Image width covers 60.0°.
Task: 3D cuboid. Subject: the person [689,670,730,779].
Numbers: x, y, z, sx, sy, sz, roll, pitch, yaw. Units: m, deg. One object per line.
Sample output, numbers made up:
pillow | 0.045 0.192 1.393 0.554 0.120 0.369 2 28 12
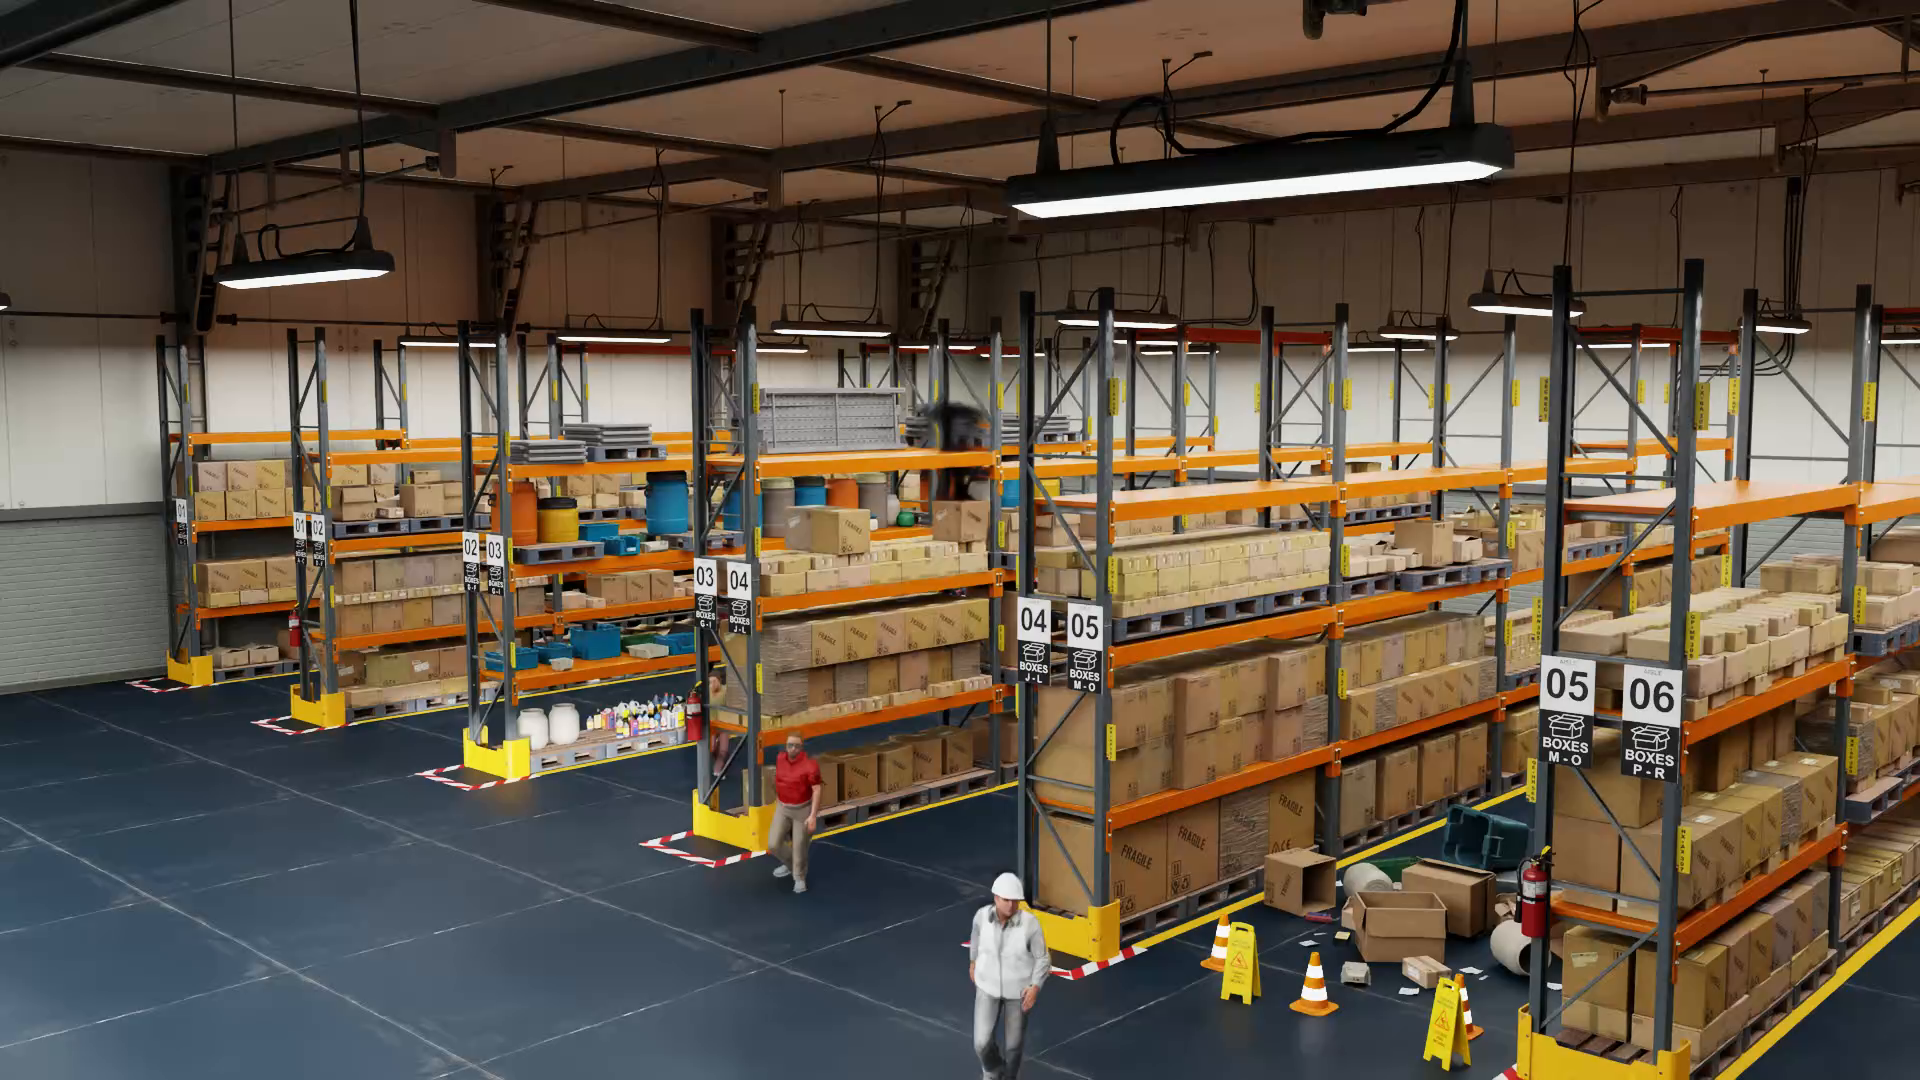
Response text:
person | -3.209 2.399 21.558 0.611 1.506 0.765 0 5 -2

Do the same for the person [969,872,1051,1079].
person | 0.336 3.186 11.800 0.641 1.717 0.802 1 5 10

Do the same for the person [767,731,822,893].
person | -1.671 2.744 16.929 0.708 1.696 0.555 2 6 24
